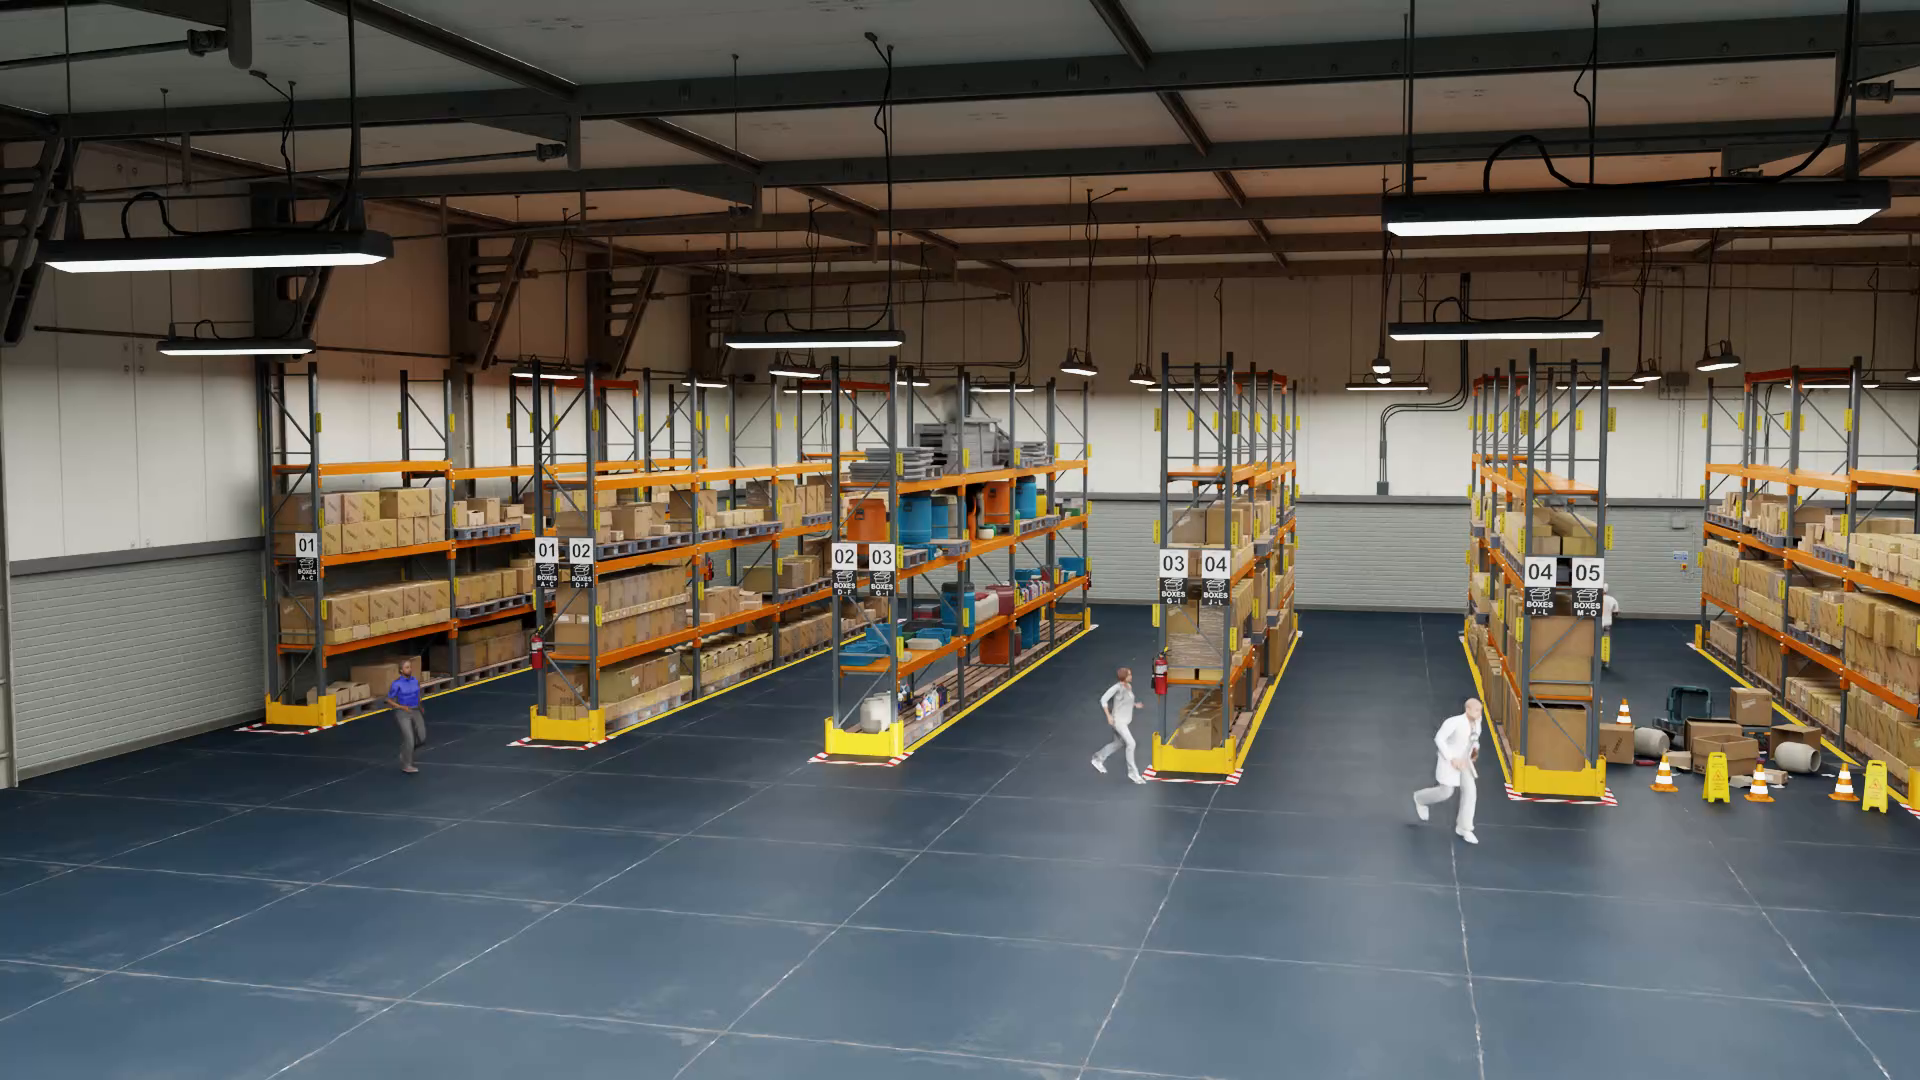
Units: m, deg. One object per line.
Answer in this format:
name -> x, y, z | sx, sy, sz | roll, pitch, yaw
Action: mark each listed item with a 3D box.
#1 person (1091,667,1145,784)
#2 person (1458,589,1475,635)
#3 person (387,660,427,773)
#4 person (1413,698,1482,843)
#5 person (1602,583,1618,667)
person -> 2.229, 2.572, 23.306 | 0.830, 1.612, 0.572 | 2, 4, 26
person -> 12.127, 1.420, 39.062 | 0.766, 1.666, 0.719 | 1, 4, 13
person -> -7.915, 2.522, 23.838 | 0.580, 1.605, 0.572 | 3, 5, 35
person -> 5.962, 2.745, 20.266 | 0.734, 1.742, 1.051 | -3, 5, -35
person -> 13.157, 1.728, 34.198 | 0.723, 1.716, 0.751 | 1, 4, 8
